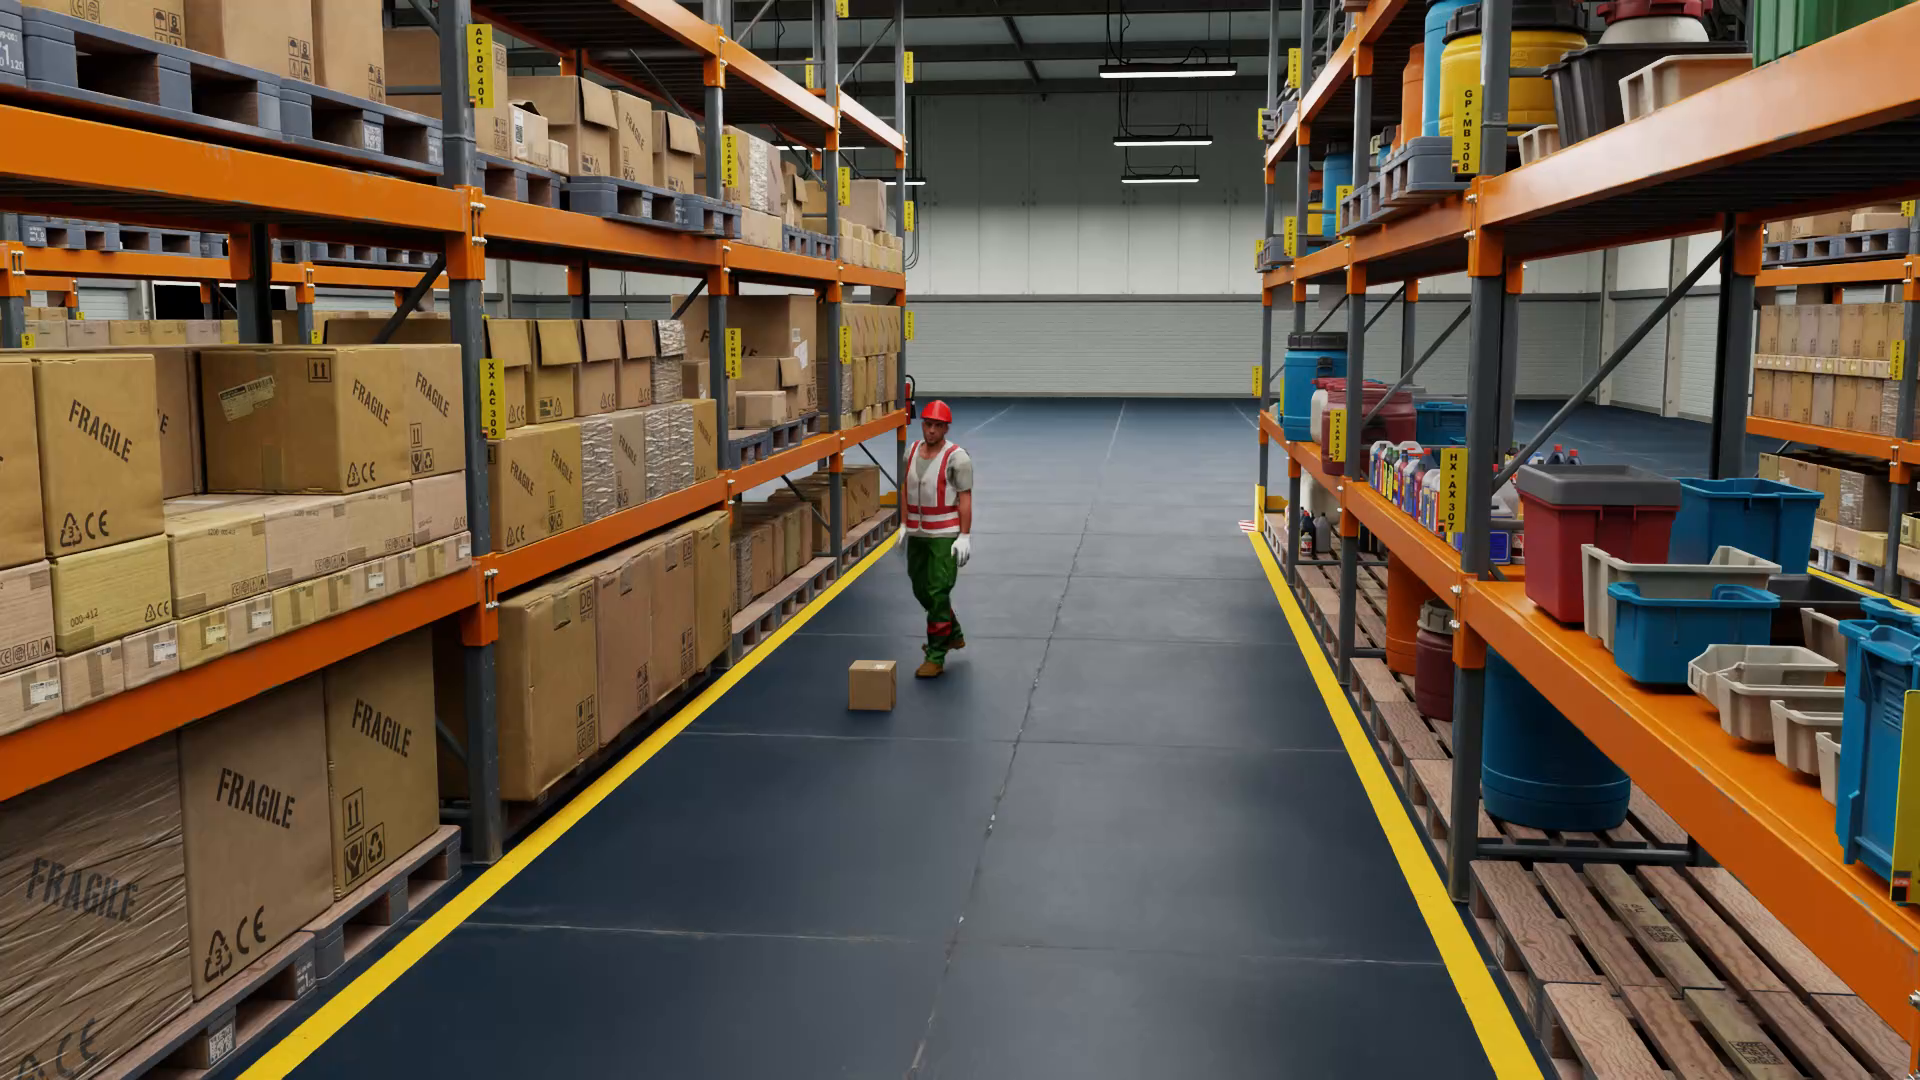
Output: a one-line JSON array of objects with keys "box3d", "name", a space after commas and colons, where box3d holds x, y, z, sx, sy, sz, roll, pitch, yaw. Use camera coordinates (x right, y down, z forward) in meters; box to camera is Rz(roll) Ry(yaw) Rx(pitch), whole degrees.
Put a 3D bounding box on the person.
[{"box3d": [-0.140, -0.031, 10.901, 0.574, 1.787, 0.685, 6, 10, 38], "name": "person"}]
